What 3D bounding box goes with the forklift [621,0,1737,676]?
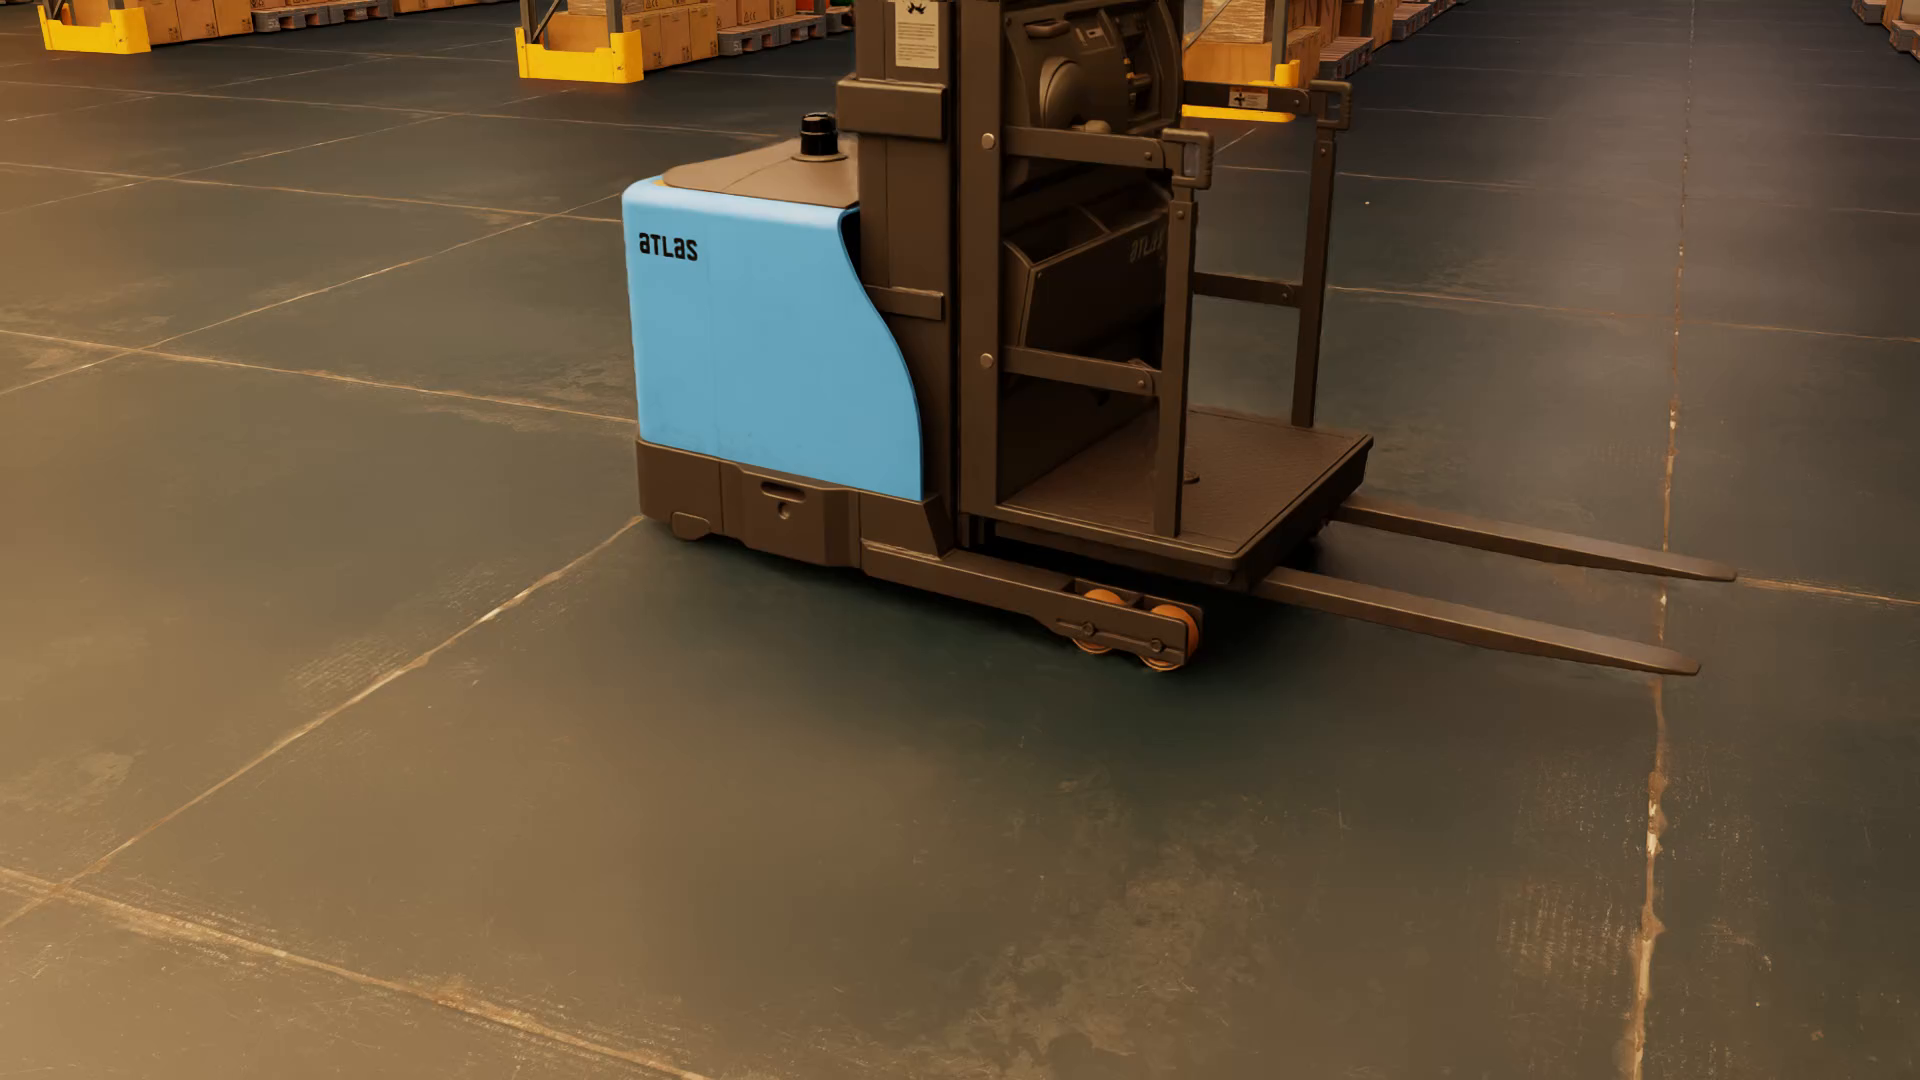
[{"bbox_3d":[0.543,-1.249,4.281,3.031,2.935,1.130,13,26,28],"label":"forklift"}]
